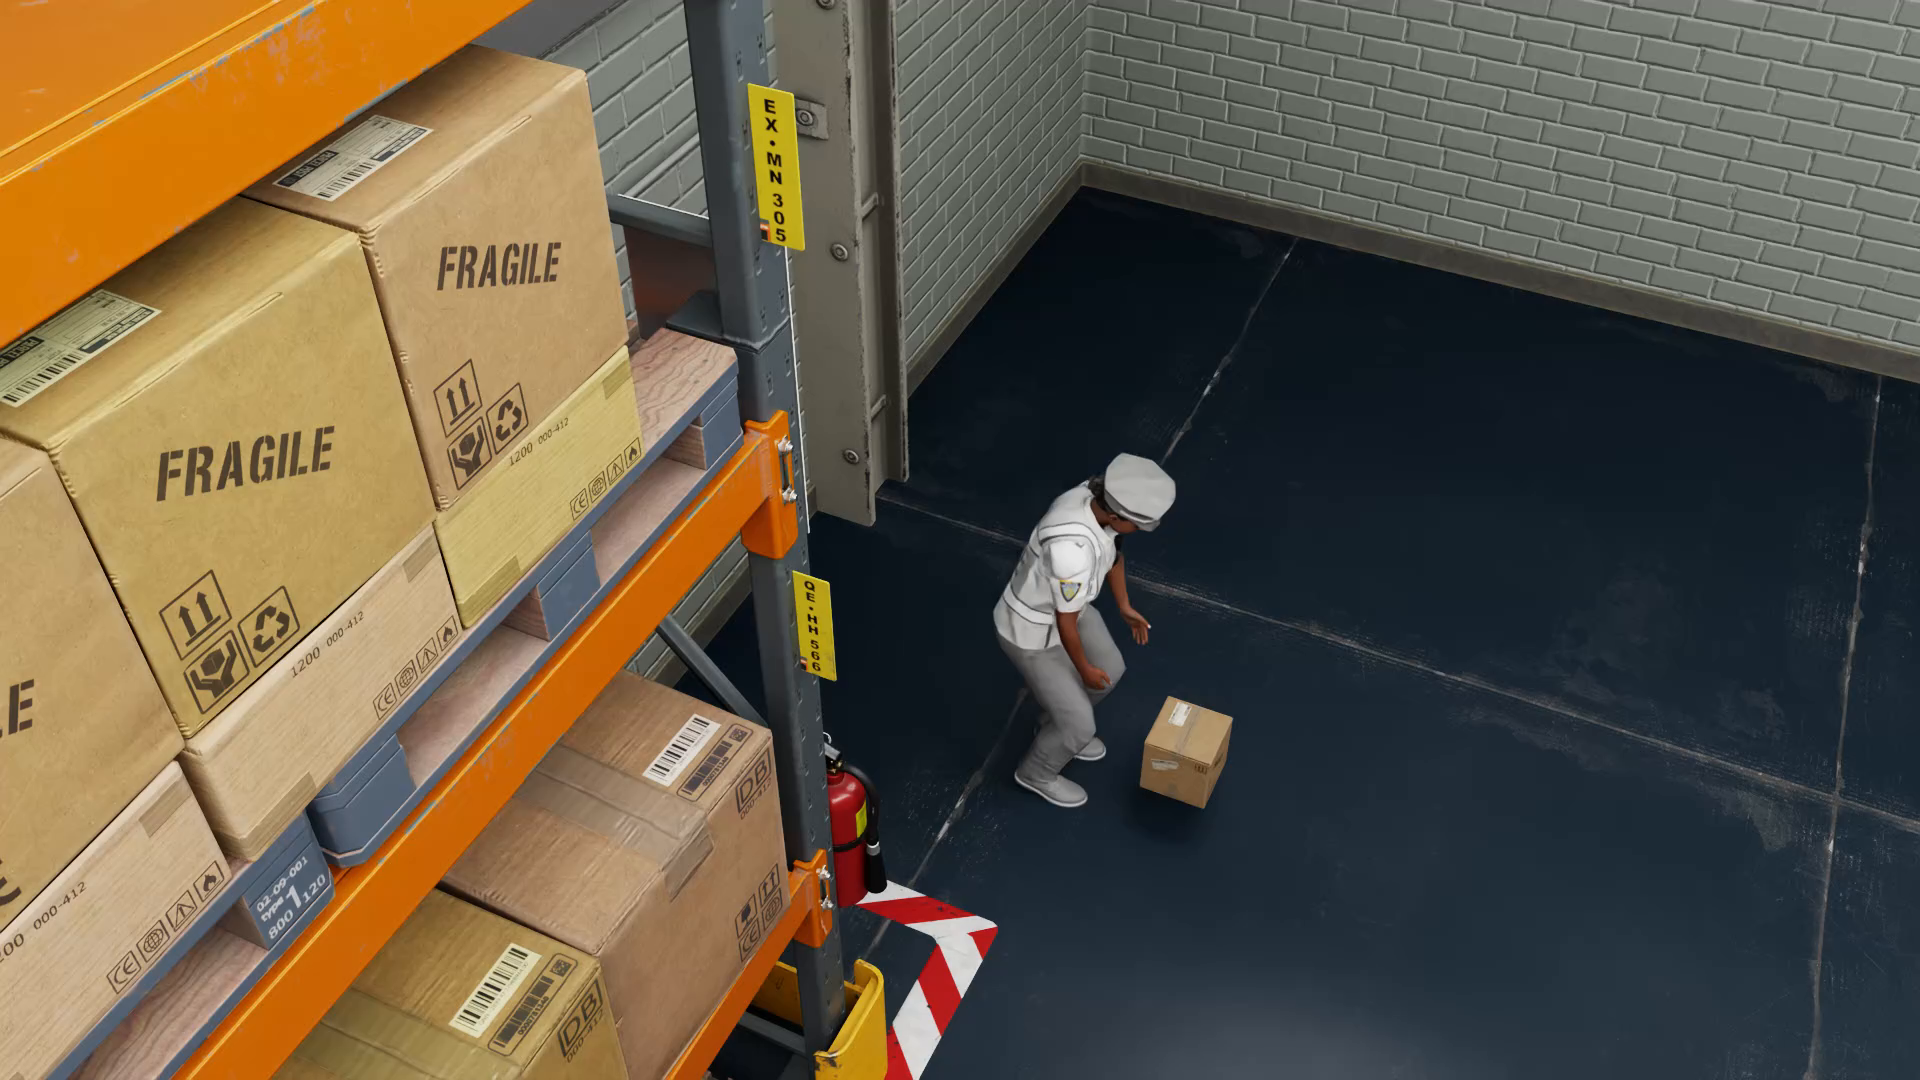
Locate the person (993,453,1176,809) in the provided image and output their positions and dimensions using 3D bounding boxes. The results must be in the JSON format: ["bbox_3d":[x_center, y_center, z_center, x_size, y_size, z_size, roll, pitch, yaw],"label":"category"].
[{"bbox_3d":[2.587,4.664,0.899,10.303,1.846,10.565,18,45,19],"label":"person"}]
